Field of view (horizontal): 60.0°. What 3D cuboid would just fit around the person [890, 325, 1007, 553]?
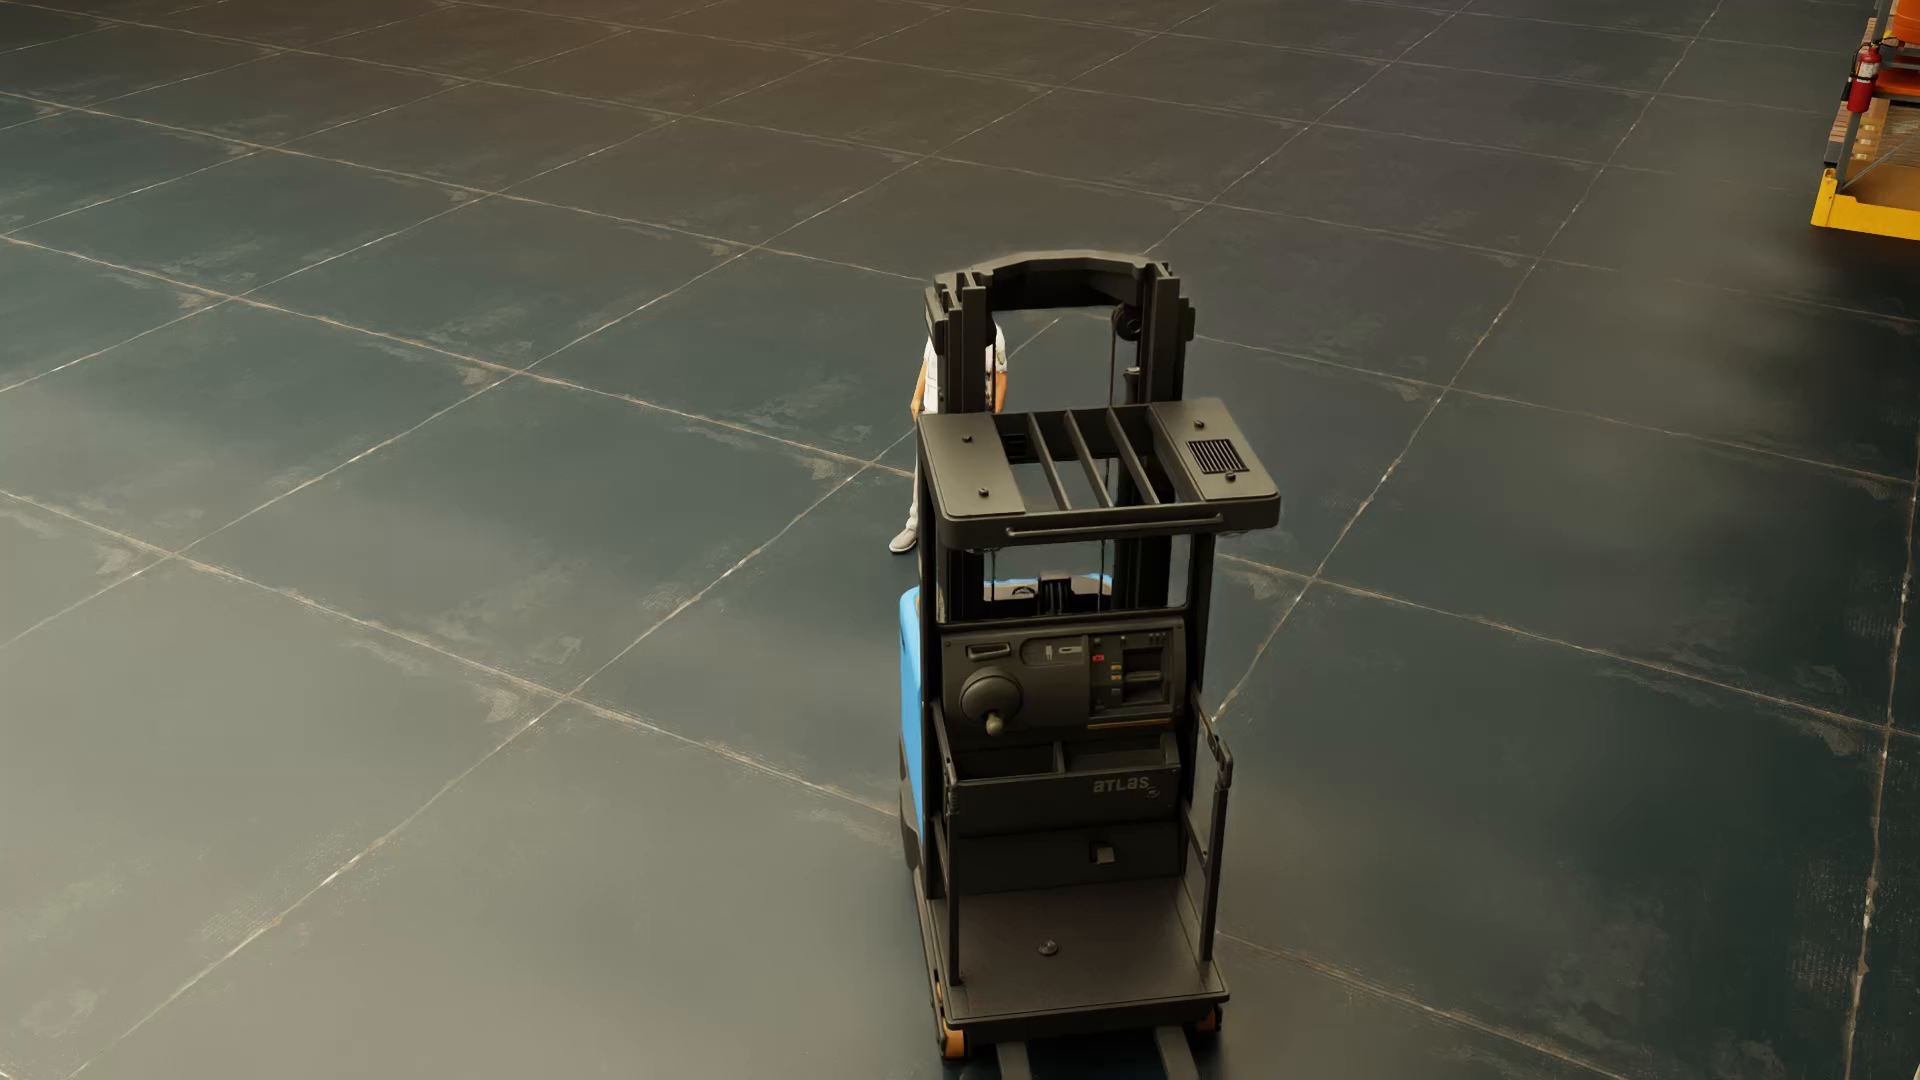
[{"bbox_3d":[-0.057,-0.701,9.534,0.598,1.670,0.529,15,33,25],"label":"person"}]

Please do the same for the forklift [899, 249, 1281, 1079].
[{"bbox_3d":[0.427,0.565,6.091,1.130,2.935,3.031,-4,30,-7],"label":"forklift"}]
